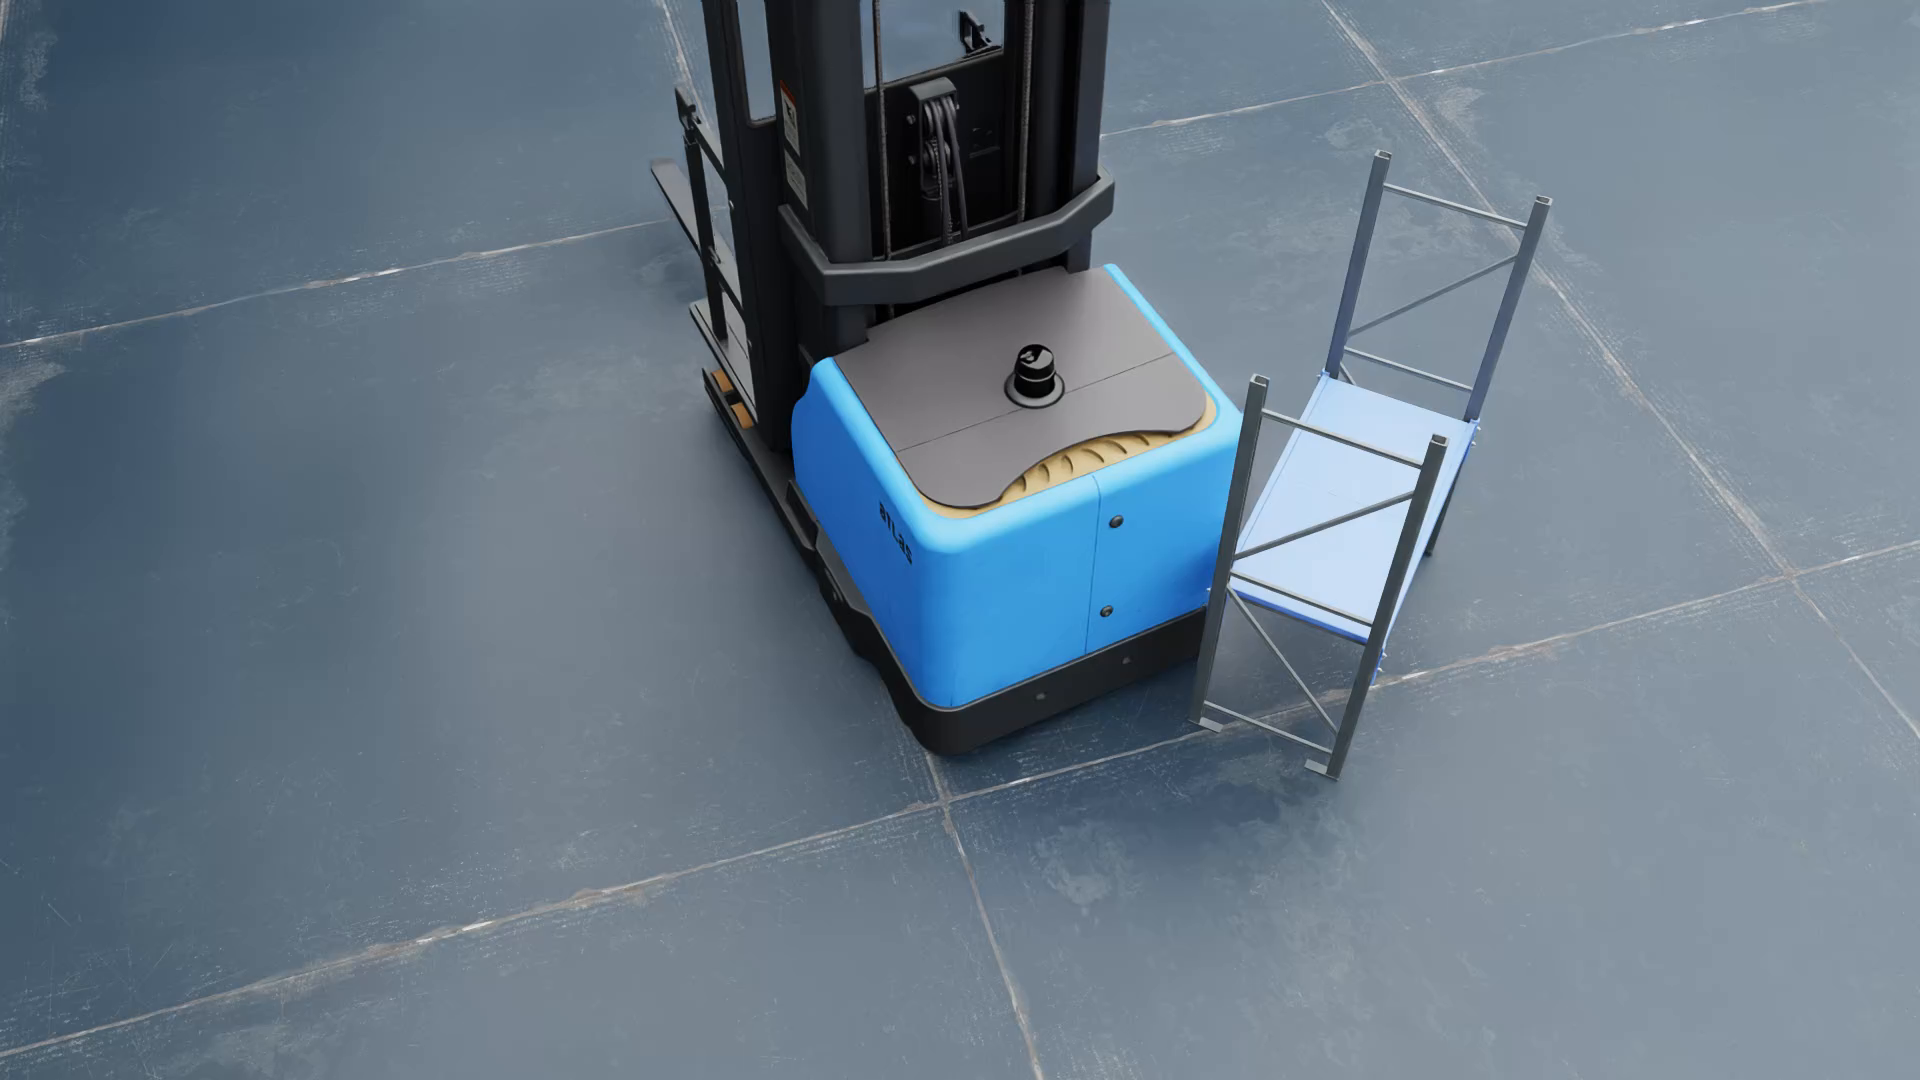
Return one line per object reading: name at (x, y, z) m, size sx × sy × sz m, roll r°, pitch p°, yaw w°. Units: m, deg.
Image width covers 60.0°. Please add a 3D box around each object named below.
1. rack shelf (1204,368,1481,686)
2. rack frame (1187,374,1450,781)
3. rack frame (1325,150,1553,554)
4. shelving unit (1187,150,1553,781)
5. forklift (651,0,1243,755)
rack shelf at (1.176, -0.067, 5.061) m, size 0.538 × 0.185 × 1.000 m, roll 21°, pitch 53°, yaw 17°
rack frame at (0.948, 0.164, 4.631) m, size 0.500 × 1.500 × 0.032 m, roll 21°, pitch 53°, yaw 17°
rack frame at (1.403, -0.531, 5.216) m, size 0.500 × 1.500 × 0.032 m, roll 21°, pitch 53°, yaw 17°
shelving unit at (1.176, -0.183, 4.923) m, size 0.538 × 1.500 × 1.048 m, roll 21°, pitch 53°, yaw 17°
forklift at (-0.287, -1.425, 5.034) m, size 1.130 × 2.935 × 3.031 m, roll -21°, pitch 53°, yaw -17°
